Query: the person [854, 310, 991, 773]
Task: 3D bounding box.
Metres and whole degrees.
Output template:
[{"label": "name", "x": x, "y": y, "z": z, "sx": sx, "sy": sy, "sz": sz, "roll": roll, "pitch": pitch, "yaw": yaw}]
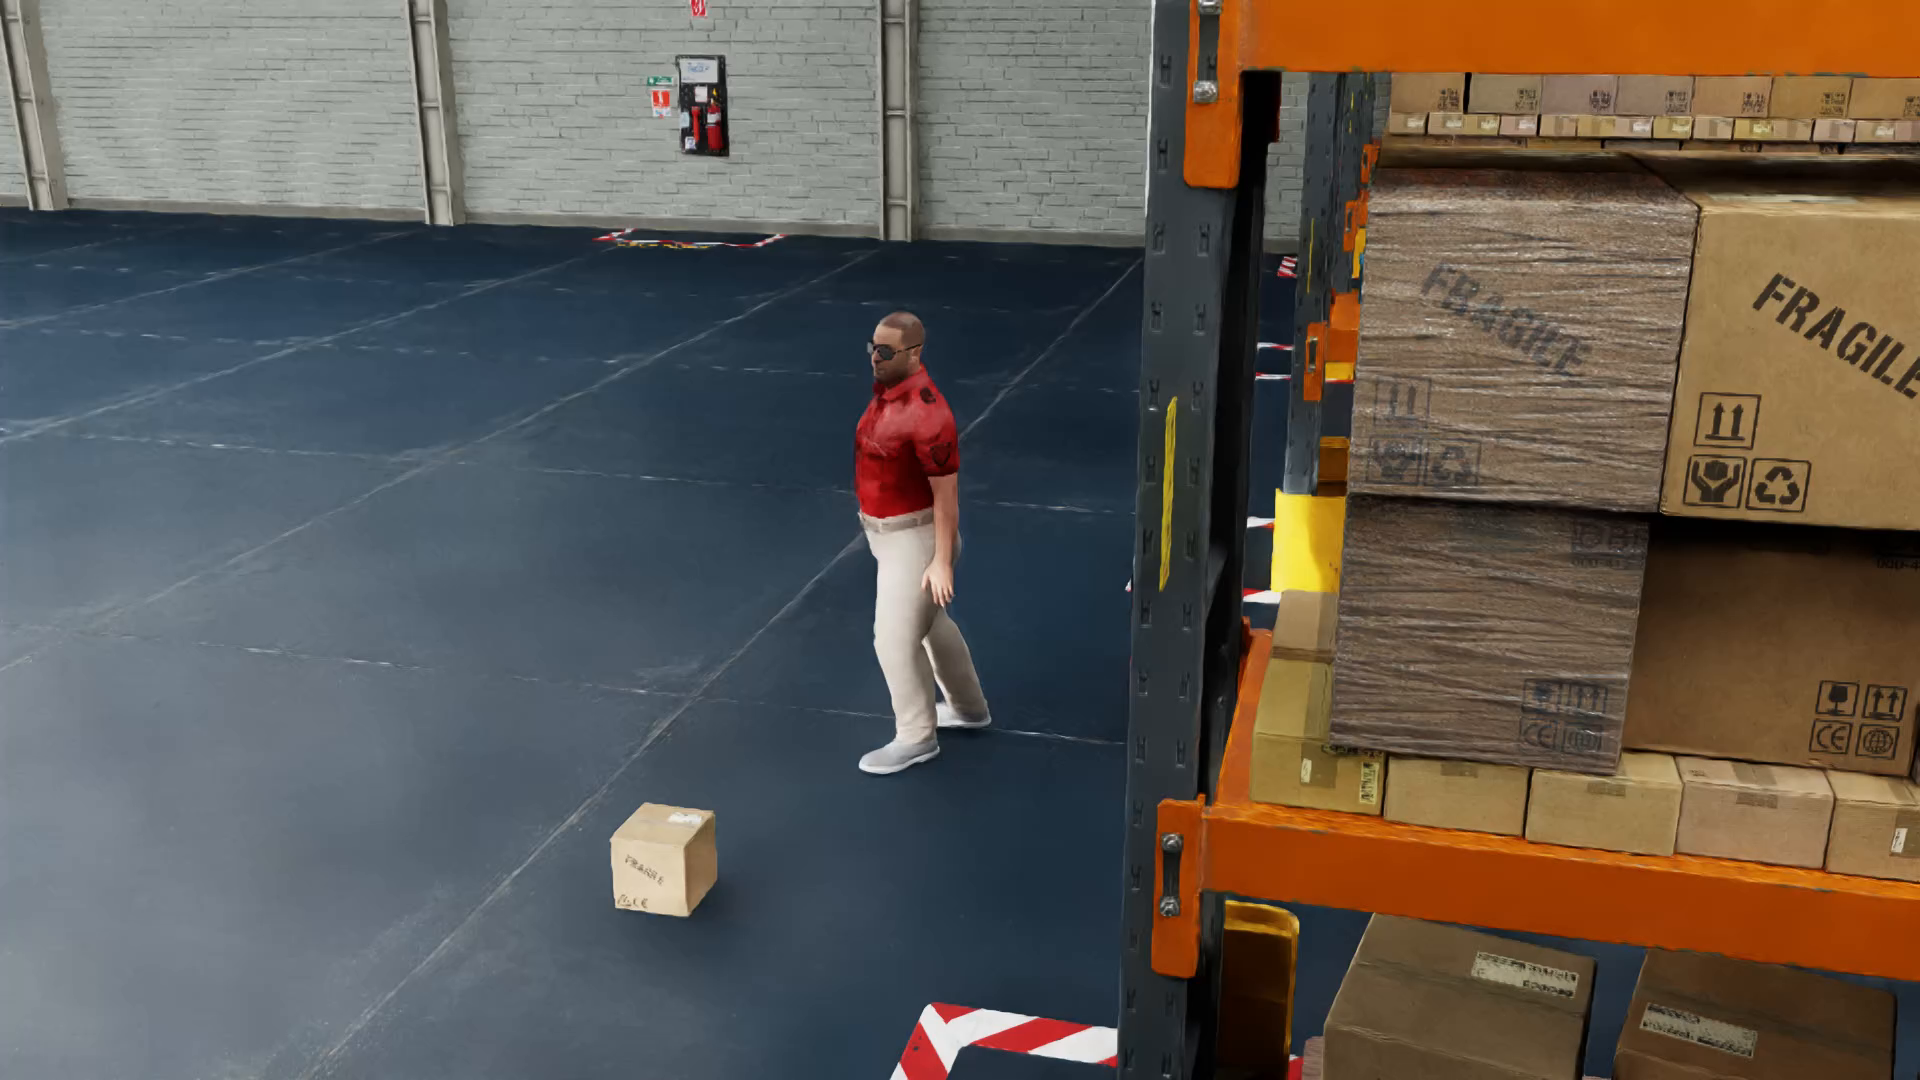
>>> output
[{"label": "person", "x": -0.128, "y": -0.006, "z": 6.111, "sx": 0.577, "sy": 1.714, "sz": 0.585, "roll": -6, "pitch": 19, "yaw": -17}]
